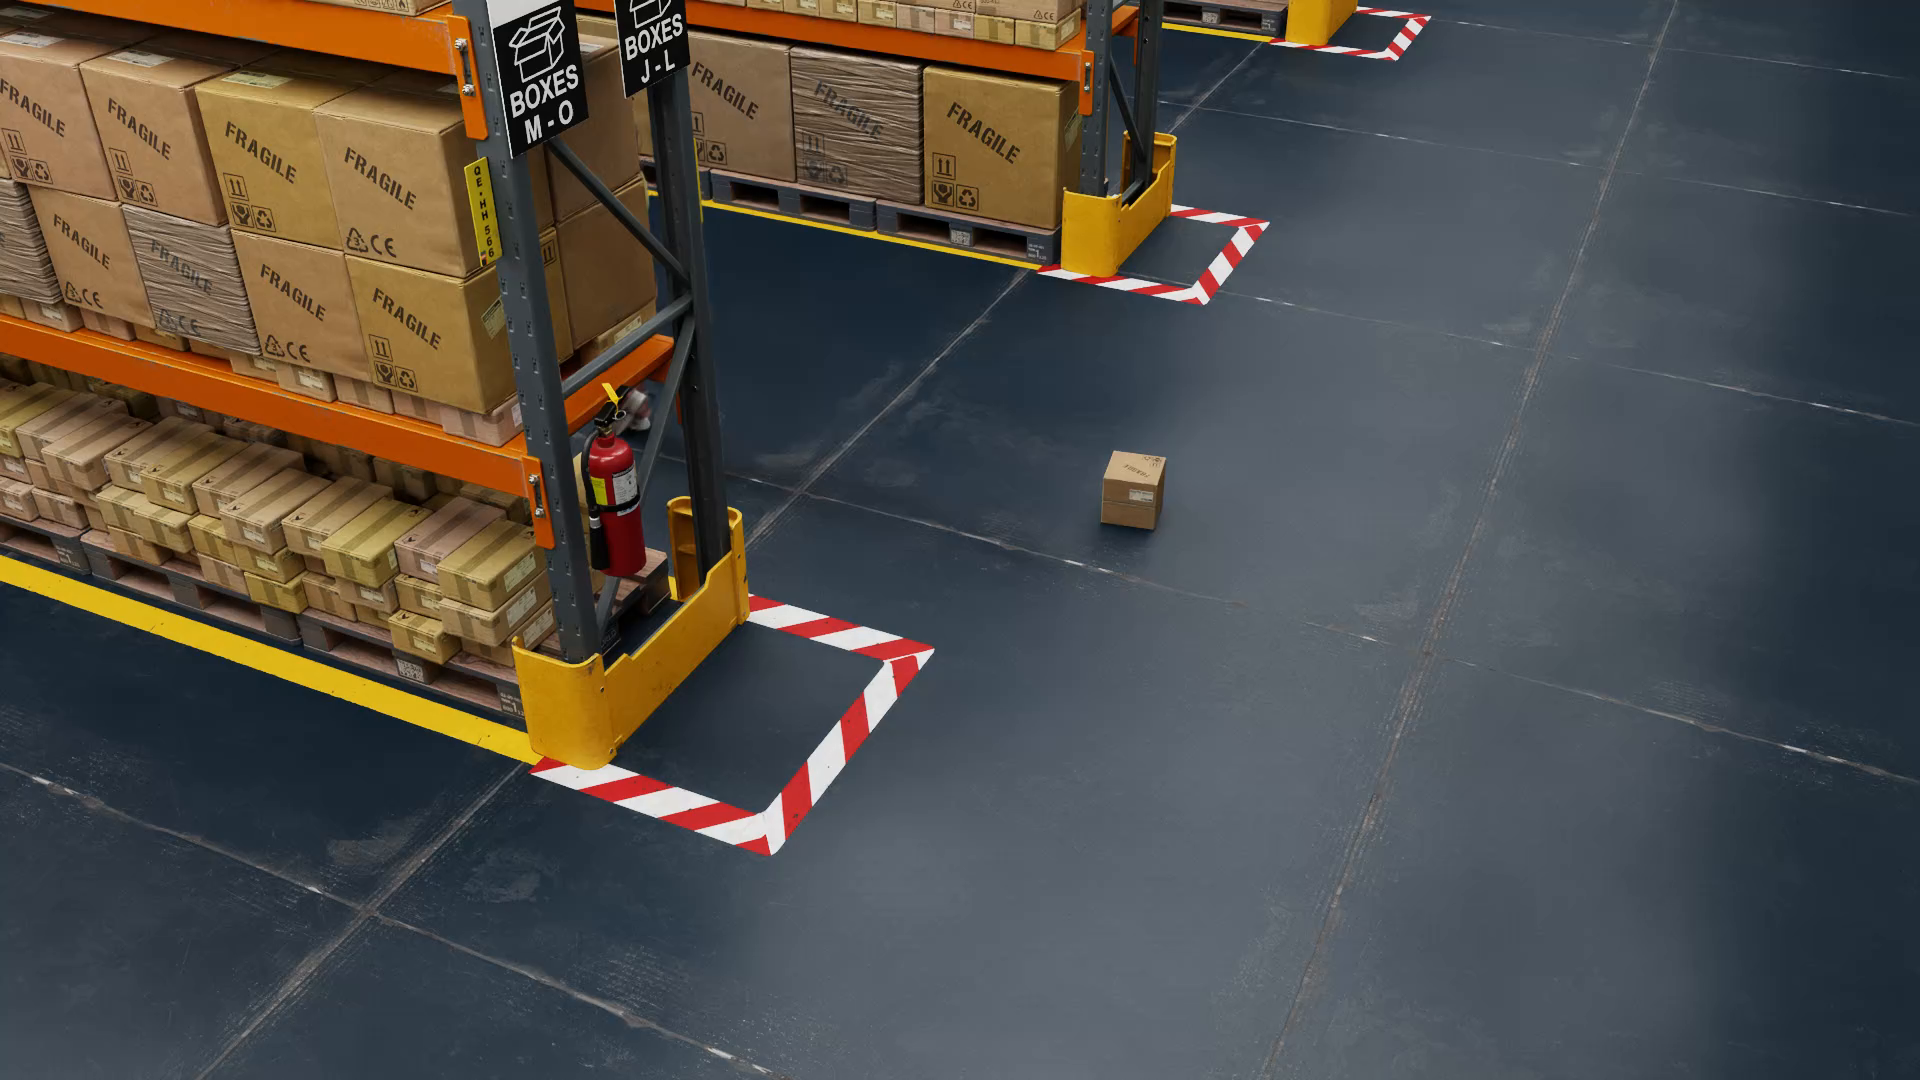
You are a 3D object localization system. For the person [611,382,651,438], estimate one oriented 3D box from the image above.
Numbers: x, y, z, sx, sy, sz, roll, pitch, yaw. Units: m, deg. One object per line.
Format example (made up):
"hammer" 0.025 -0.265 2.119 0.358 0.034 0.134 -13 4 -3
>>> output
"person" -1.730 -1.261 7.997 0.477 1.649 0.463 14 36 20
